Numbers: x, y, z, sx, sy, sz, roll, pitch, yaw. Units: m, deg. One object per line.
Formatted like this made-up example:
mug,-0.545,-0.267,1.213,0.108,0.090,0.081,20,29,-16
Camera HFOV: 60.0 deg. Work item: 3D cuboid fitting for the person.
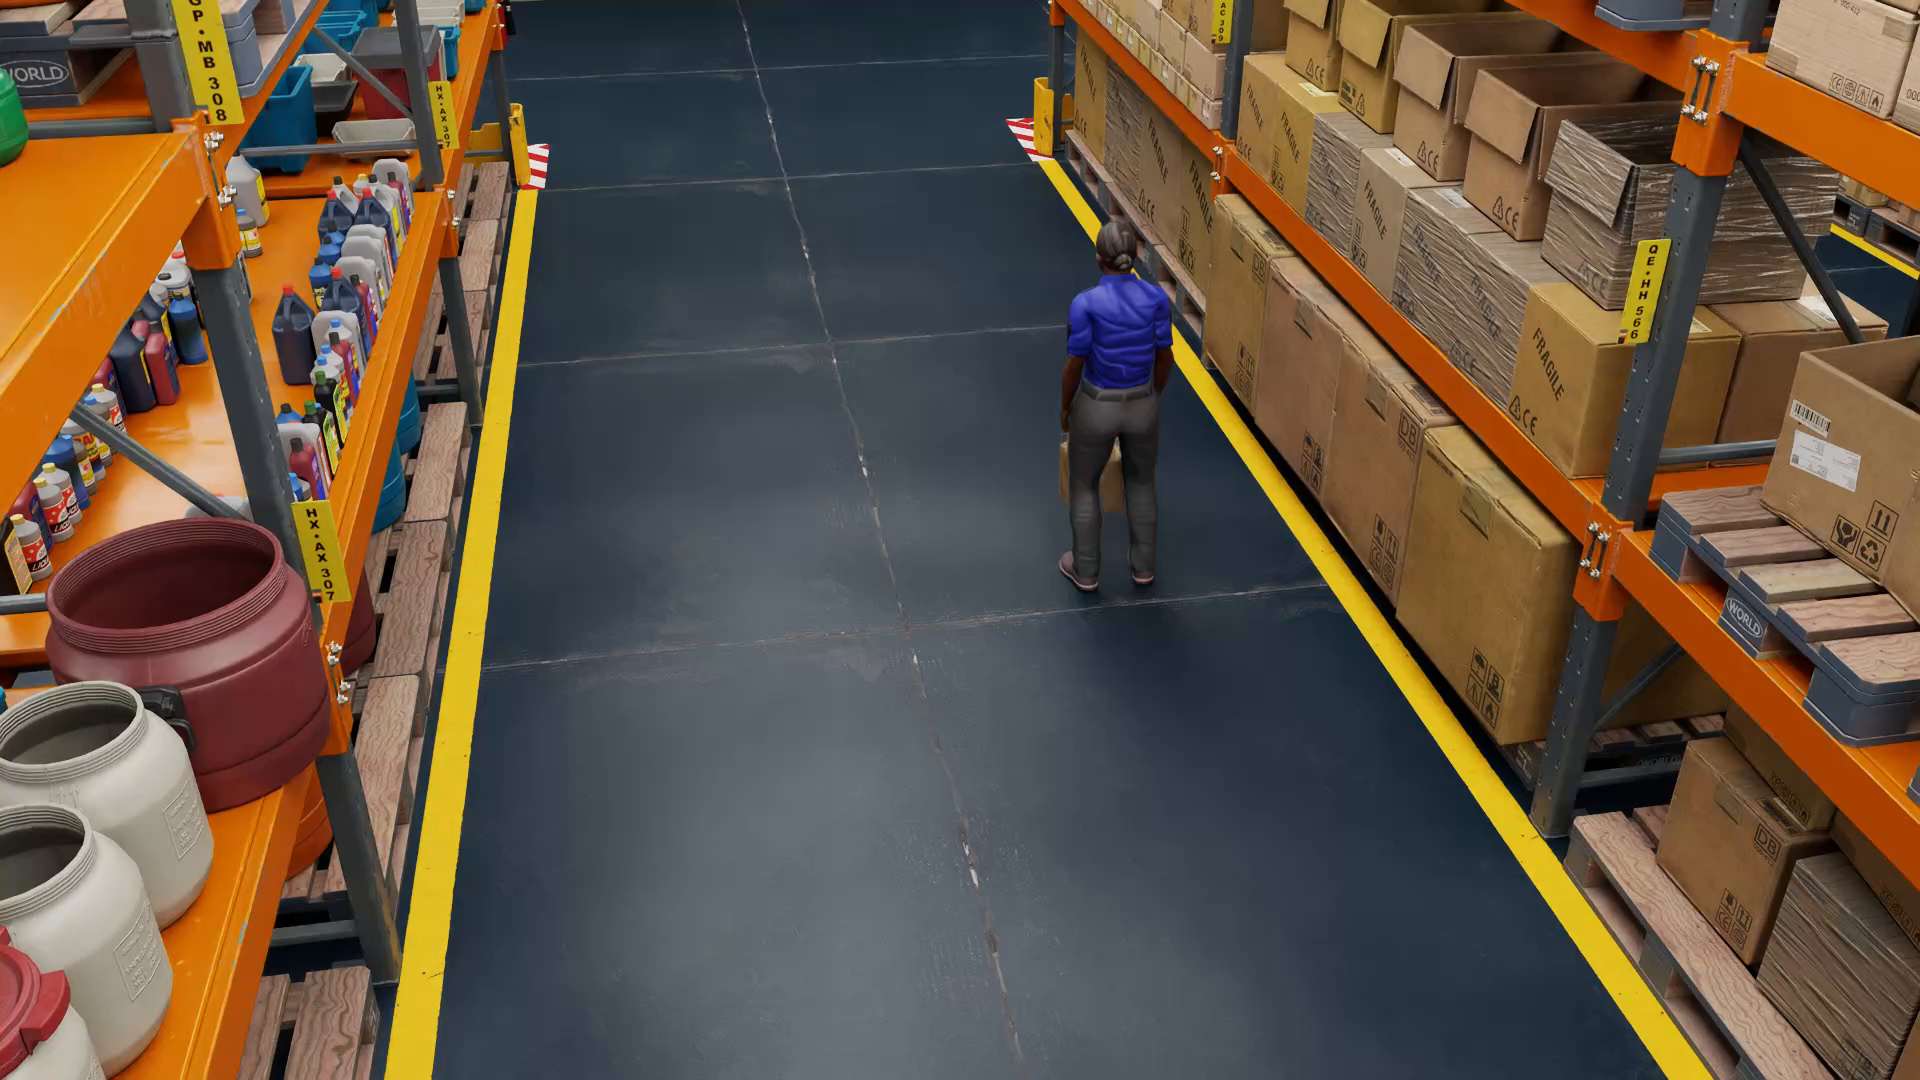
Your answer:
person,0.659,-0.548,7.050,0.497,1.658,0.348,-6,31,-10
